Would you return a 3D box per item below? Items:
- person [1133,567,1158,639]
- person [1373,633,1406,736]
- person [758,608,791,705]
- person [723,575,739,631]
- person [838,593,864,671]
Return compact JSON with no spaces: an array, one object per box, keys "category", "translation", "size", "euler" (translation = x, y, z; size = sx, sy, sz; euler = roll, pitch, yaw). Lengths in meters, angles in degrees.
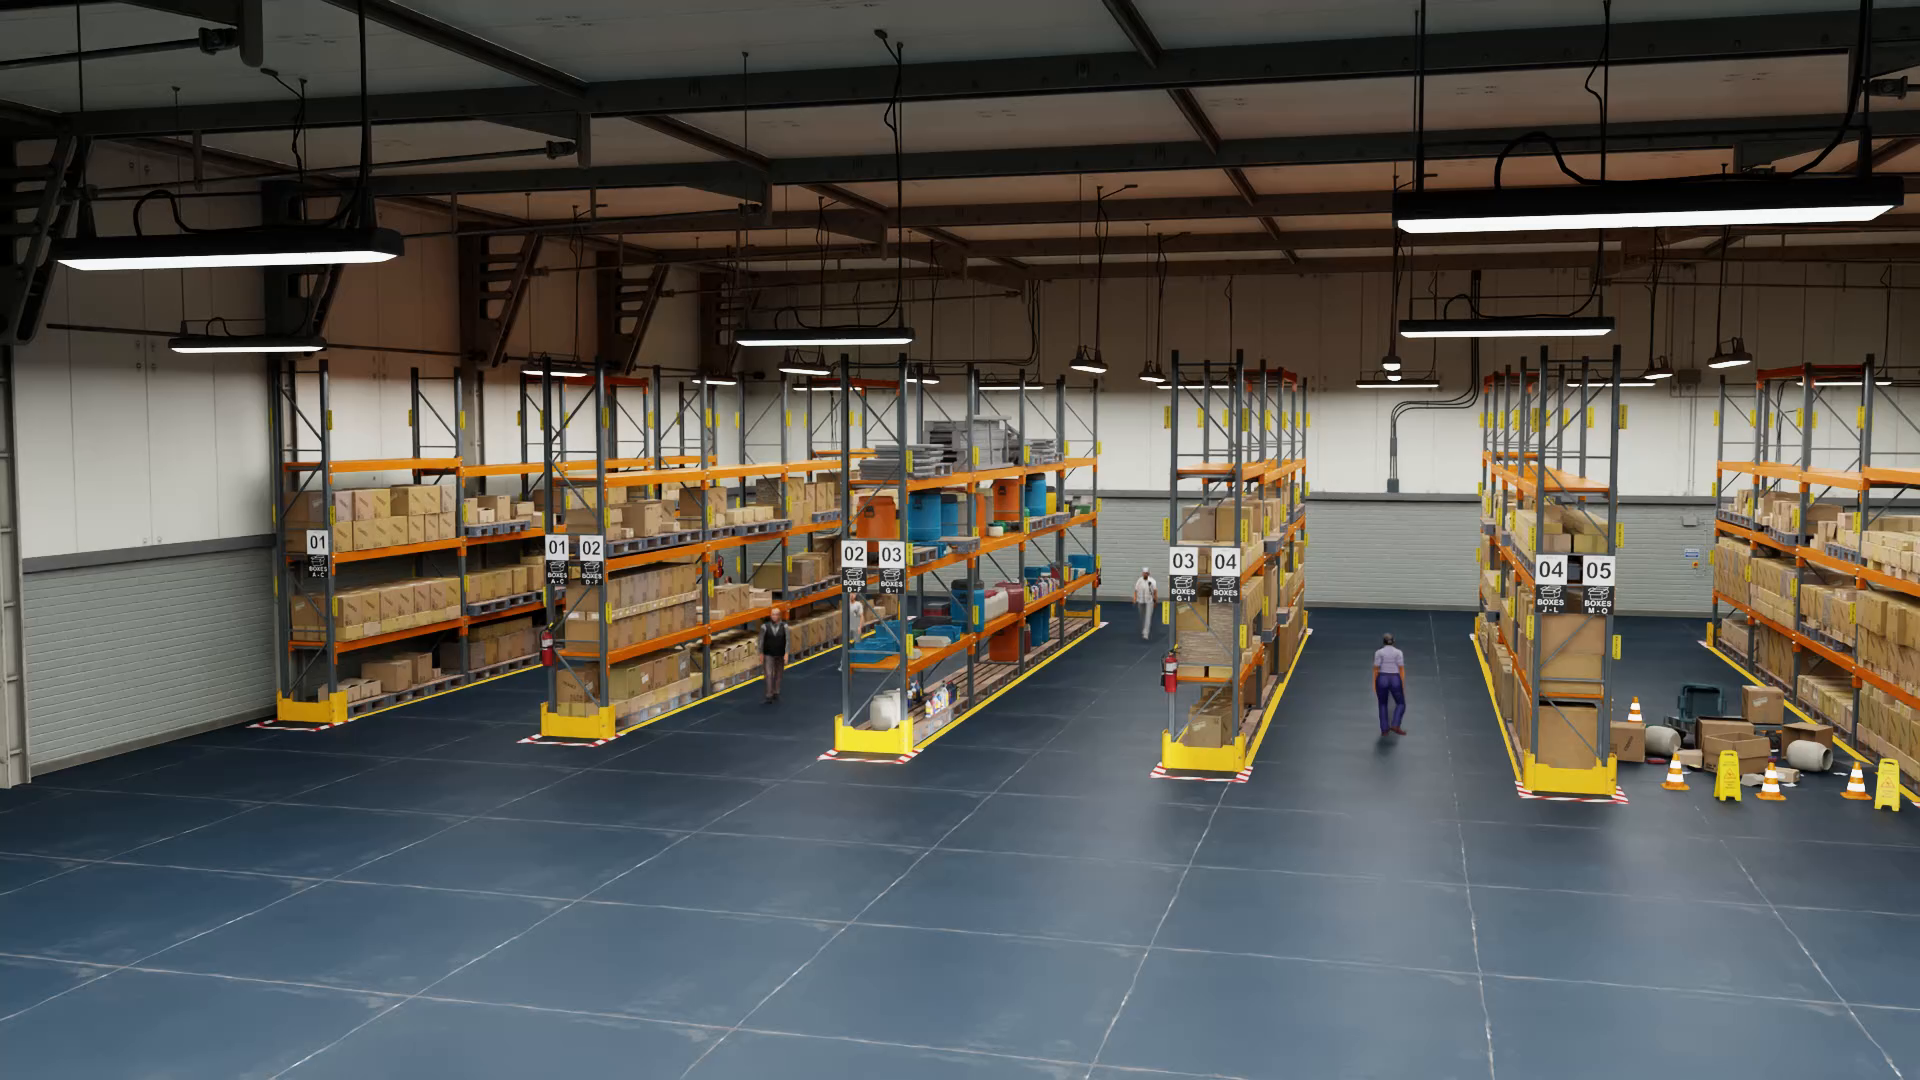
[{"category":"person","translation":[4.262,1.427,38.279],"size":[0.525,1.594,1.037],"euler":[1,4,18]},{"category":"person","translation":[6.806,2.302,26.329],"size":[0.536,1.631,0.522],"euler":[1,4,16]},{"category":"person","translation":[-3.260,2.033,29.318],"size":[0.552,1.664,1.022],"euler":[-1,4,-18]},{"category":"person","translation":[-5.149,1.537,37.419],"size":[0.493,1.515,0.784],"euler":[2,5,26]},{"category":"person","translation":[-2.182,1.776,33.284],"size":[0.502,1.599,1.044],"euler":[0,4,6]}]
